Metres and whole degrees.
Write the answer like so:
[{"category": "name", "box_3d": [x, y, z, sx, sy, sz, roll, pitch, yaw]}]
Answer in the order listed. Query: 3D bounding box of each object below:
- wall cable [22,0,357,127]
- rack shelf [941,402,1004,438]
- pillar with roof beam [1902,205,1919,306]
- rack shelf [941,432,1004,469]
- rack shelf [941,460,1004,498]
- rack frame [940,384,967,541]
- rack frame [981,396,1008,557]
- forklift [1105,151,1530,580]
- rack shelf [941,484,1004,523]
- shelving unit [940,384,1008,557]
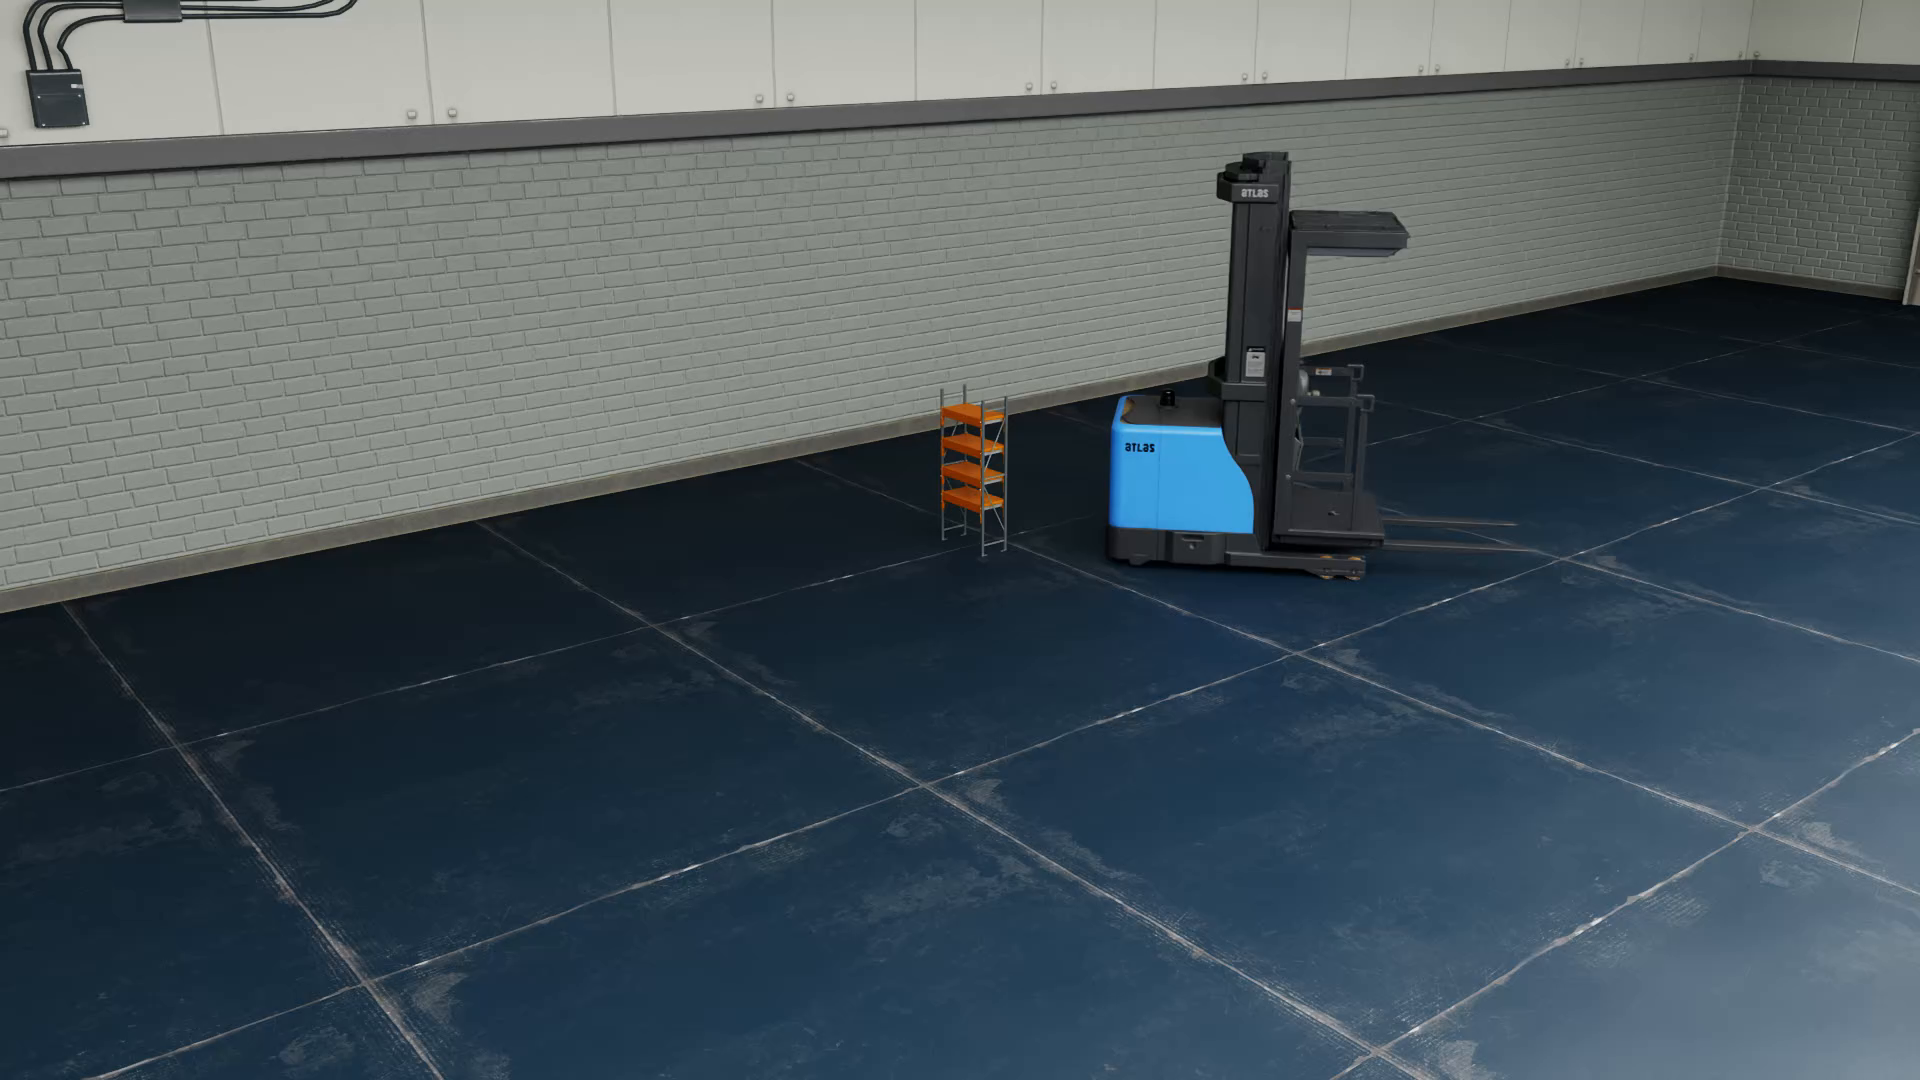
[{"category": "wall cable", "box_3d": [-5.055, -5.740, 10.471, 2.305, 6.003, 0.169, -14, 23, -36]}, {"category": "rack shelf", "box_3d": [0.103, -0.902, 12.427, 0.258, 0.148, 0.480, -14, 23, -36]}, {"category": "pillar with roof beam", "box_3d": [9.604, -6.600, 18.479, 9.100, 9.000, 0.400, -14, 23, -36]}, {"category": "rack shelf", "box_3d": [0.103, -0.677, 12.502, 0.258, 0.148, 0.480, -14, 23, -36]}, {"category": "rack shelf", "box_3d": [0.103, -0.465, 12.572, 0.258, 0.148, 0.480, -14, 23, -36]}, {"category": "rack frame", "box_3d": [-0.049, -0.589, 12.732, 0.240, 1.200, 0.015, -14, 23, -36]}, {"category": "rack frame", "box_3d": [0.254, -0.469, 12.369, 0.240, 1.200, 0.015, -14, 23, -36]}, {"category": "forklift", "box_3d": [2.640, -1.281, 12.067, 3.031, 2.935, 1.130, 3, 19, 8]}, {"category": "rack shelf", "box_3d": [0.103, -0.276, 12.634, 0.258, 0.148, 0.480, -14, 23, -36]}, {"category": "shelving unit", "box_3d": [0.103, -0.529, 12.551, 0.258, 1.200, 0.503, -14, 23, -36]}]
